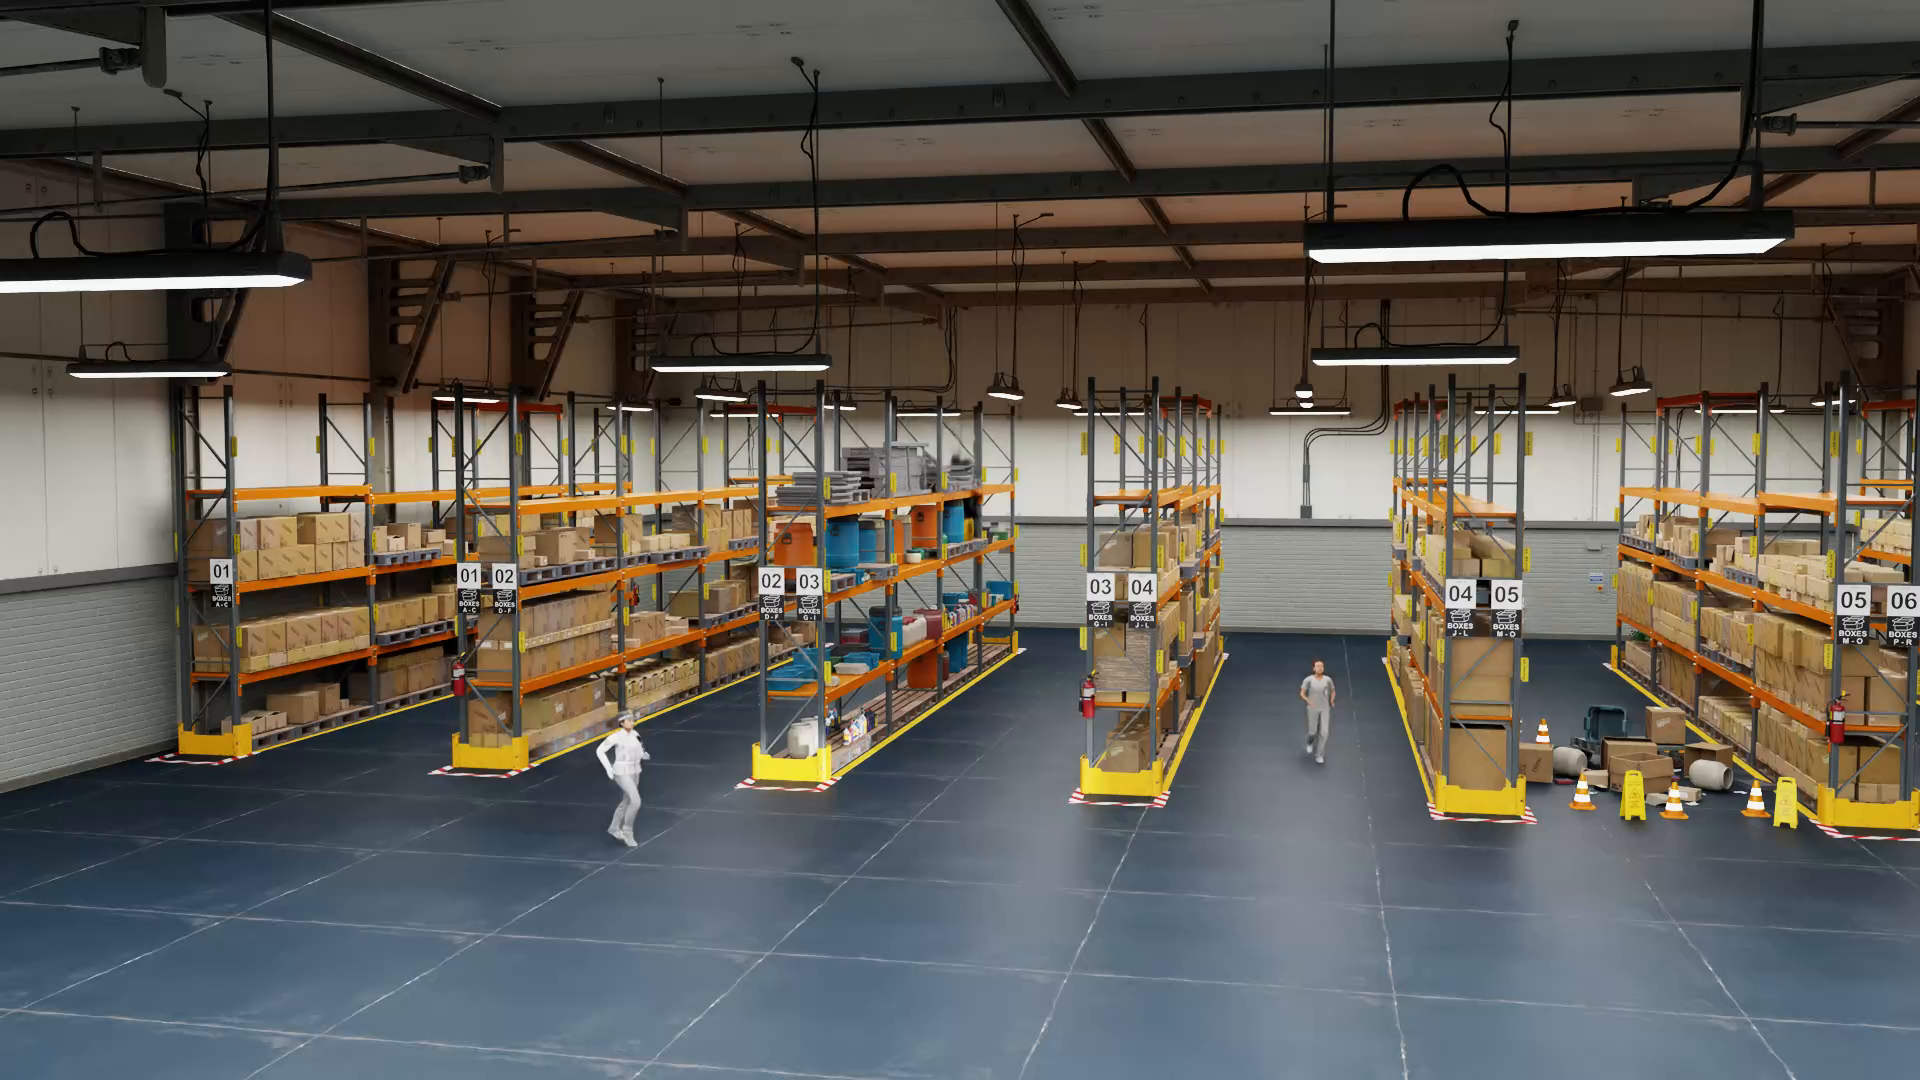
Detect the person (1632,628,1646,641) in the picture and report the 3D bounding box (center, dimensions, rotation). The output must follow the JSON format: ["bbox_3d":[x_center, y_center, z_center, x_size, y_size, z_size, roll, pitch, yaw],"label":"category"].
[{"bbox_3d":[15.872,1.979,38.714,0.561,1.720,0.762,2,4,30],"label":"person"}]

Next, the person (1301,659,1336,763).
[{"bbox_3d":[5.716,2.705,26.502,0.565,1.619,0.641,0,3,1],"label":"person"}]

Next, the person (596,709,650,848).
[{"bbox_3d":[-4.187,2.992,20.922,0.720,1.735,0.577,2,4,28],"label":"person"}]
